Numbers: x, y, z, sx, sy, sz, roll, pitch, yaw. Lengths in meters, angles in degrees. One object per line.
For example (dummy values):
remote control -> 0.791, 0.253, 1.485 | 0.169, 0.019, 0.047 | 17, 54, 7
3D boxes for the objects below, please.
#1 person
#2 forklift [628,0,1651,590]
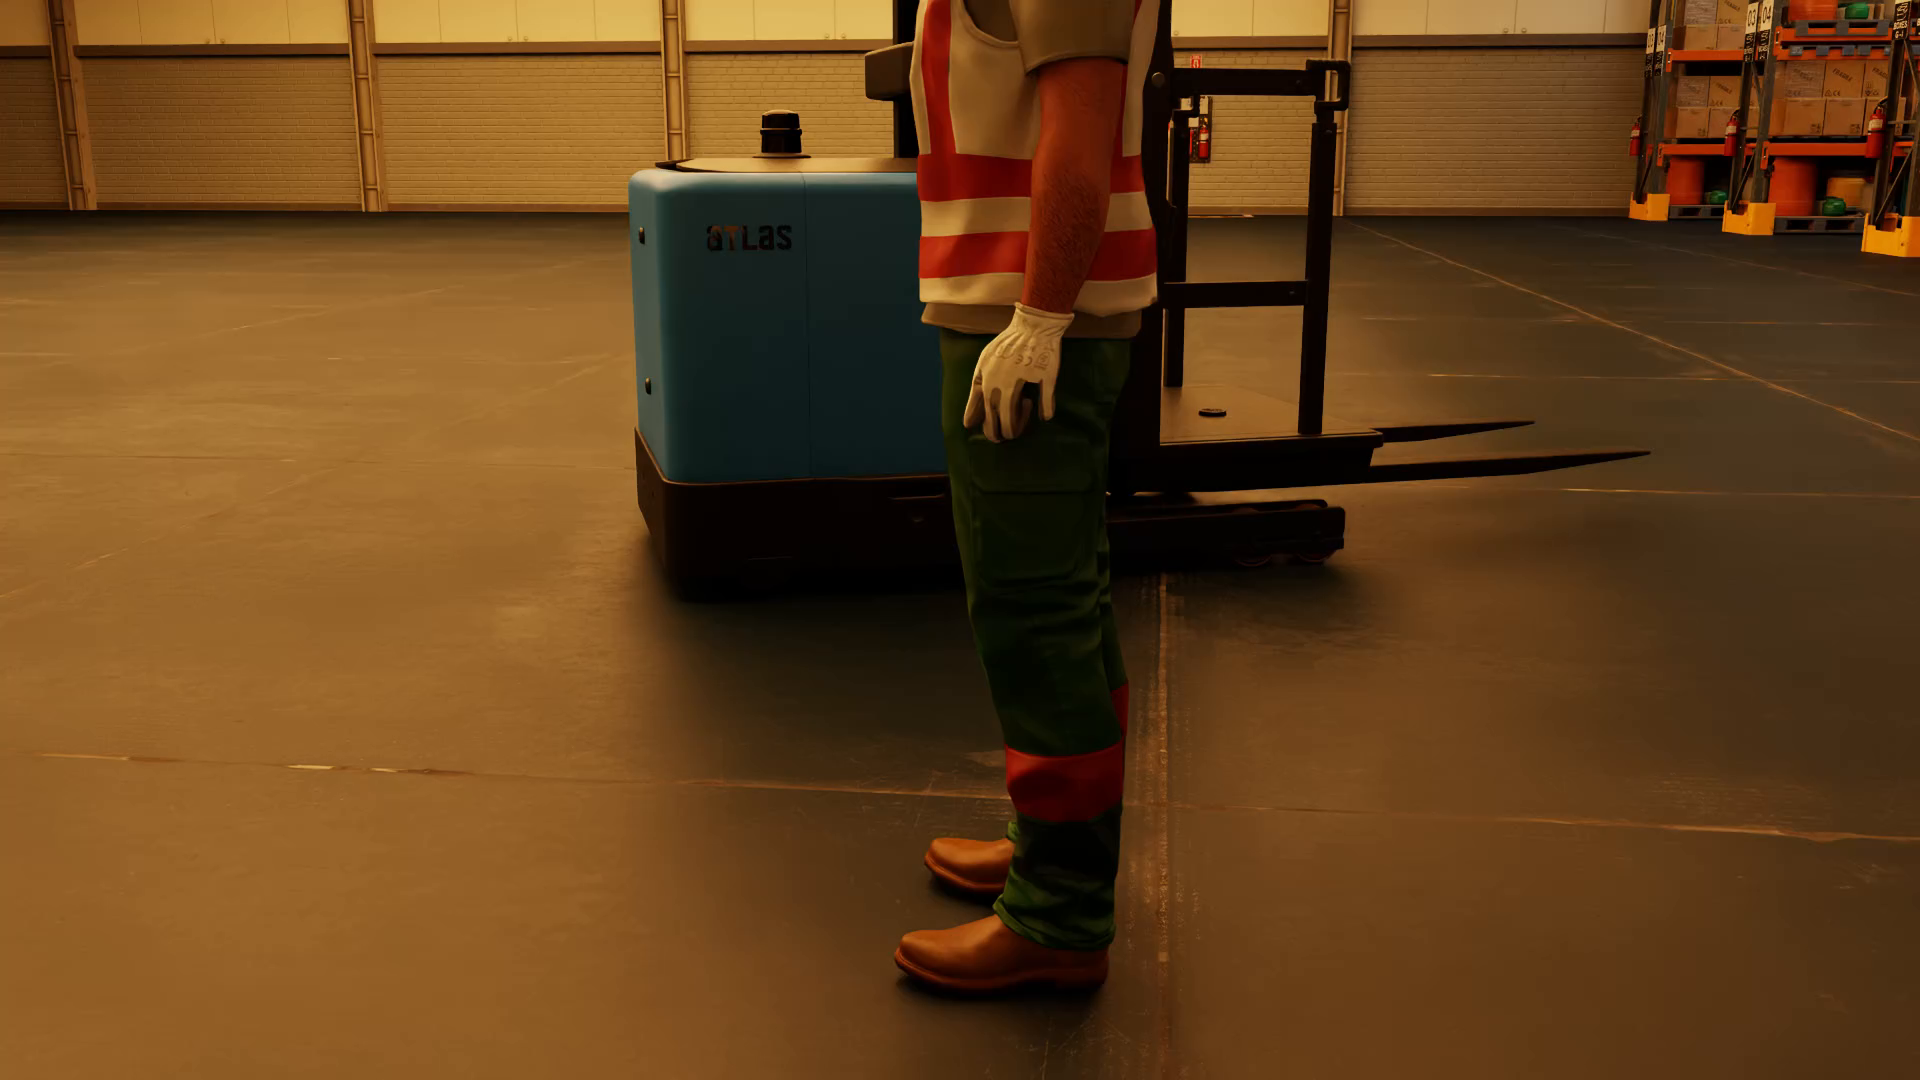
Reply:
person -> 0.091, -0.286, 2.237 | 0.346, 1.795, 0.542 | 2, 13, 7
forklift -> 0.587, -1.464, 4.770 | 3.031, 2.935, 1.130 | -4, 14, -15
